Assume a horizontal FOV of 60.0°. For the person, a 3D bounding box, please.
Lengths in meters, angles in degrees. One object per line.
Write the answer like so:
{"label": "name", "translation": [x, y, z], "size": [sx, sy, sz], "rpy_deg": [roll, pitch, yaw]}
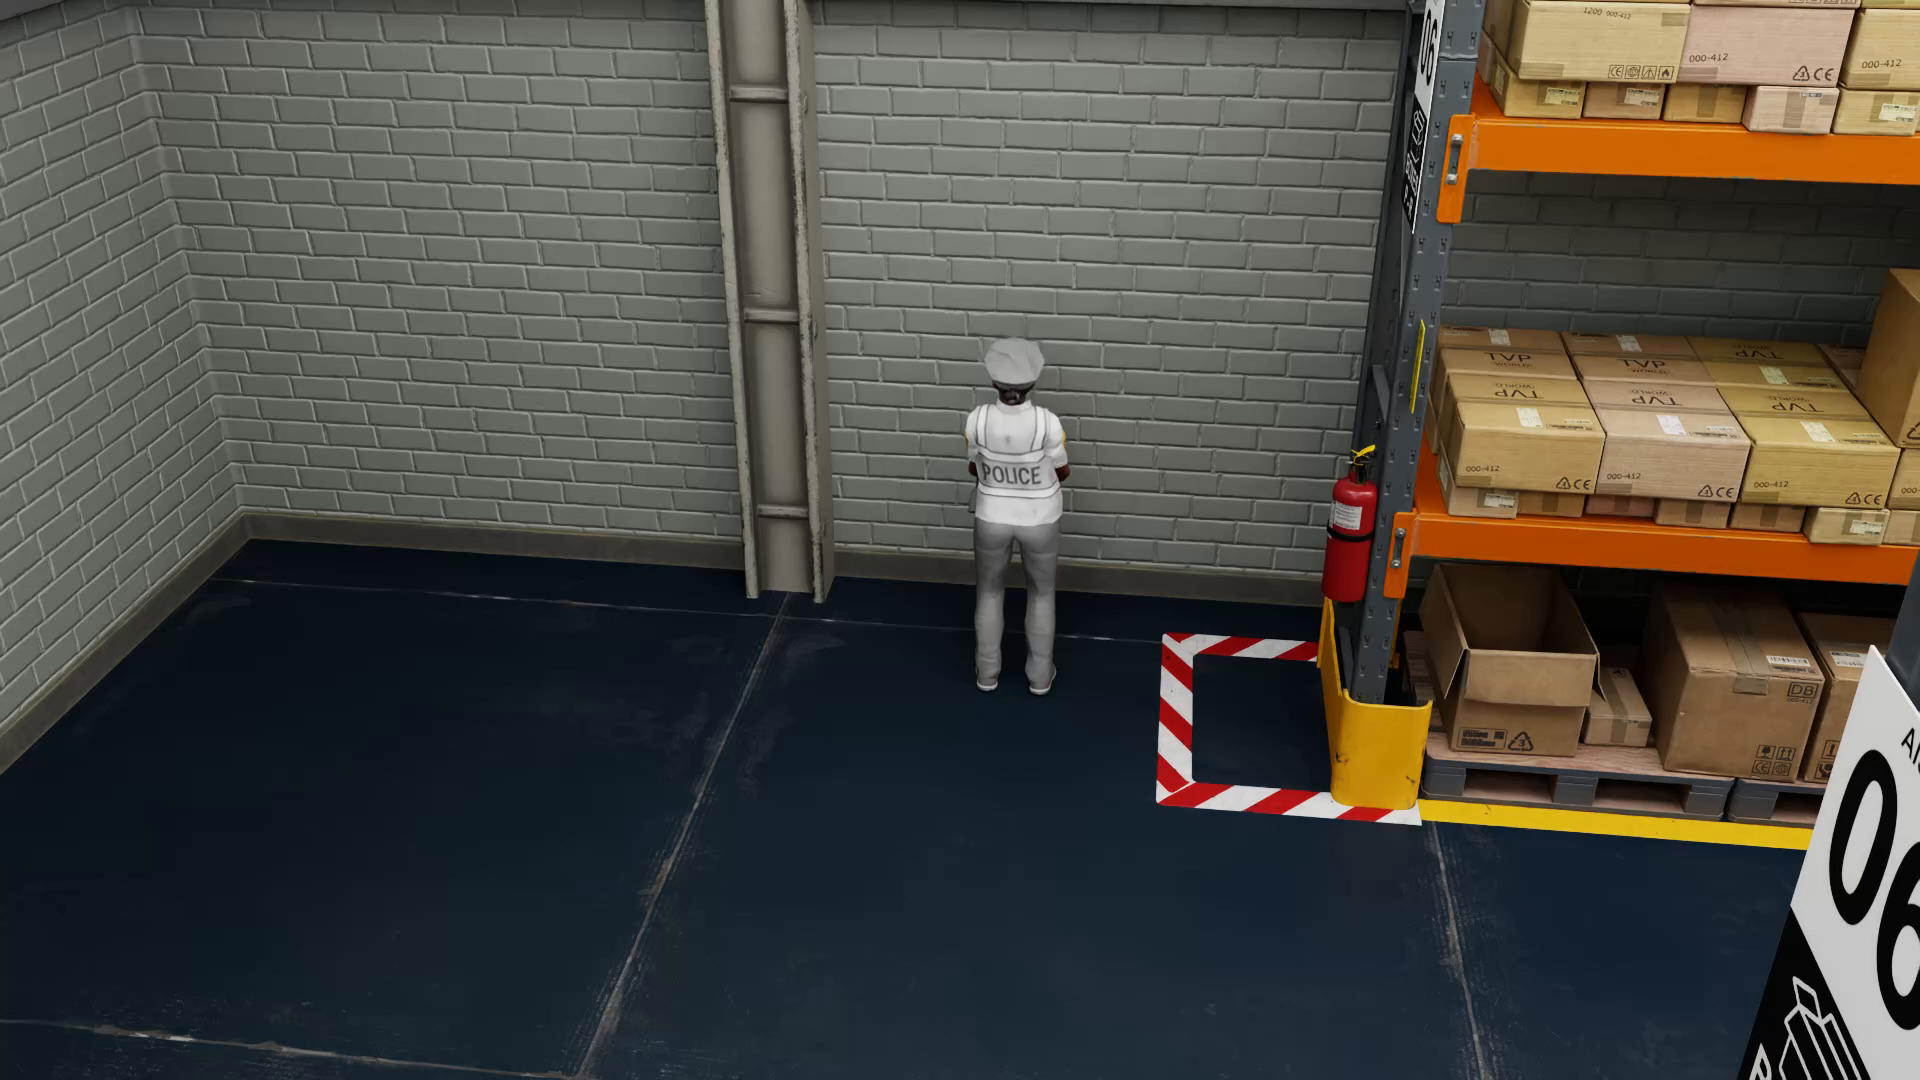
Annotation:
{"label": "person", "translation": [0.258, -0.123, 7.331], "size": [0.450, 1.683, 0.530], "rpy_deg": [4, 29, 7]}
